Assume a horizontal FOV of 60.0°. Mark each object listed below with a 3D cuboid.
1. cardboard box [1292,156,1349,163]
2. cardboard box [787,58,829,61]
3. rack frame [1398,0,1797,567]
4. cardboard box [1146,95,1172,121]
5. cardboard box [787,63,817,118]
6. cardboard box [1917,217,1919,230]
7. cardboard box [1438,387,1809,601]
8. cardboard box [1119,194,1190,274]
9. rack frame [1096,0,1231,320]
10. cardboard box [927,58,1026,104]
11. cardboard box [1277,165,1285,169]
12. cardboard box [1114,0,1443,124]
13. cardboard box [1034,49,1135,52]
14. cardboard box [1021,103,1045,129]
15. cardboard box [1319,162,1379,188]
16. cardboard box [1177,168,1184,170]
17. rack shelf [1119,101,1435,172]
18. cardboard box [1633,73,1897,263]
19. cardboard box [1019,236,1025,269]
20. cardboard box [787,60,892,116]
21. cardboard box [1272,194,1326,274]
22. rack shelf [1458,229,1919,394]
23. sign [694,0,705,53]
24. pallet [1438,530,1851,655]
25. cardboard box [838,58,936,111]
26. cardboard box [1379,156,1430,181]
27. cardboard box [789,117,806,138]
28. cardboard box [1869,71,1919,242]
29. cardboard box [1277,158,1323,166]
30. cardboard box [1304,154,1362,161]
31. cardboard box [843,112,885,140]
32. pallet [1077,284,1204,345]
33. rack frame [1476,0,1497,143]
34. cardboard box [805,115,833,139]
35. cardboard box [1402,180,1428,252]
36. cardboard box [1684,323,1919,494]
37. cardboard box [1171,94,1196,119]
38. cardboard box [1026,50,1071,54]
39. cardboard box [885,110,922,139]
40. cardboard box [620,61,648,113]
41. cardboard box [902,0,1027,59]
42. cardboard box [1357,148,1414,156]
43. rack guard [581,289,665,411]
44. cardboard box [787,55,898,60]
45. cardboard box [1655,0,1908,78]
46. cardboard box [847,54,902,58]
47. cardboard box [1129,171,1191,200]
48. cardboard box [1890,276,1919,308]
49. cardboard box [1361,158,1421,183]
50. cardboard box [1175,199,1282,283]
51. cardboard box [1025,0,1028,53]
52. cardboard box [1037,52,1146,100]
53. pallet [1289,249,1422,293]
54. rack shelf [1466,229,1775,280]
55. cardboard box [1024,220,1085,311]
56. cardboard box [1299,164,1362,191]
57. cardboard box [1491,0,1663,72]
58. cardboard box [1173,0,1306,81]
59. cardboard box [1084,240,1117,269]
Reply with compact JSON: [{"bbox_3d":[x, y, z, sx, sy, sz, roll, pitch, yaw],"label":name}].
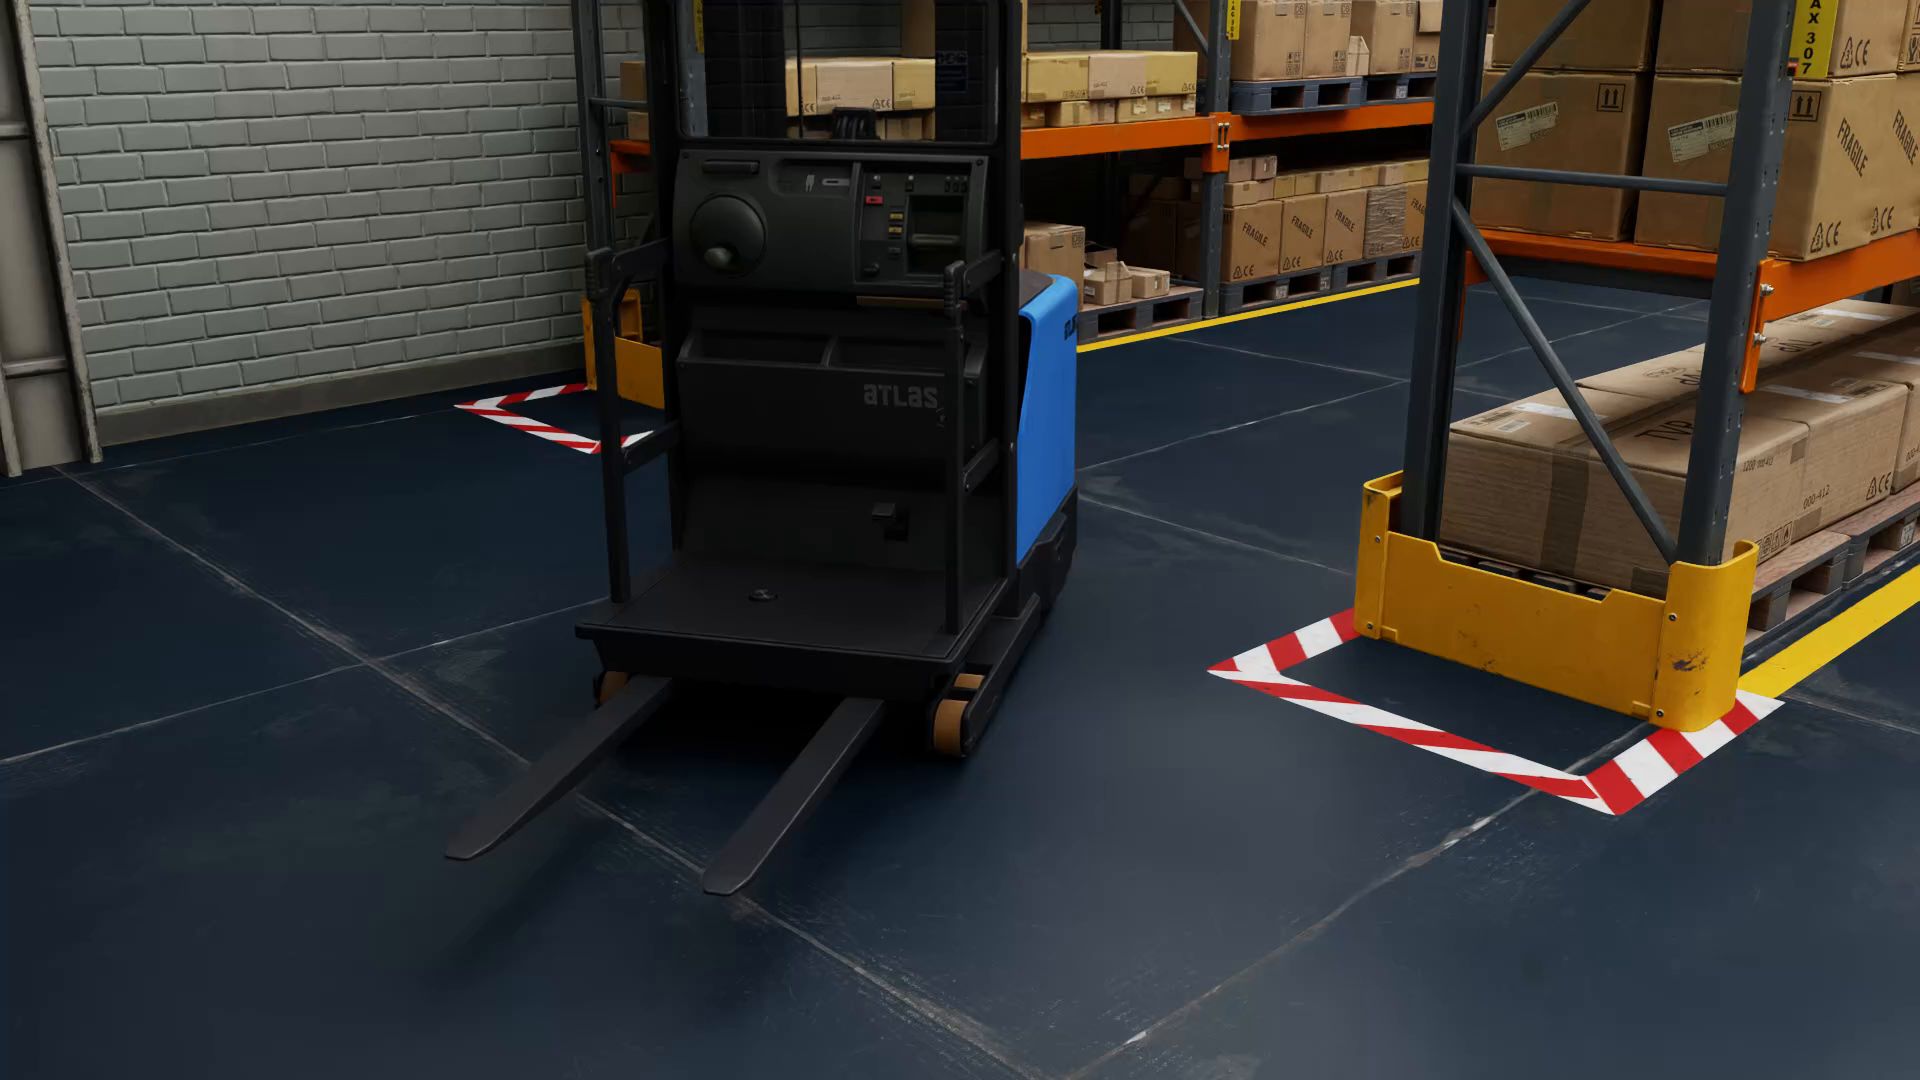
[{"bbox_3d":[2.734,-2.837,12.691,0.250,0.149,0.380,-16,24,-40],"label":"cardboard box"},{"bbox_3d":[-1.055,-2.485,9.047,0.500,0.250,0.500,-16,24,-41],"label":"cardboard box"},{"bbox_3d":[1.830,-1.038,4.821,0.127,3.000,1.000,-16,24,-41],"label":"rack frame"},{"bbox_3d":[1.091,-2.693,10.334,0.250,0.149,0.380,-15,24,-39],"label":"cardboard box"},{"bbox_3d":[-1.068,-2.255,8.337,0.500,0.250,0.500,-16,24,-41],"label":"cardboard box"},{"bbox_3d":[3.107,-1.340,5.591,0.500,0.500,0.500,-16,24,-41],"label":"cardboard box"},{"bbox_3d":[2.241,-0.181,5.652,0.875,0.438,0.875,17,24,42],"label":"cardboard box"},{"bbox_3d":[1.477,-2.178,11.710,0.500,0.500,0.500,-16,24,-41],"label":"cardboard box"},{"bbox_3d":[1.324,-2.997,10.864,0.127,3.000,1.000,-16,24,-41],"label":"rack frame"},{"bbox_3d":[0.021,-2.583,9.349,0.500,0.250,0.500,-17,25,-42],"label":"cardboard box"},{"bbox_3d":[2.156,-2.675,12.193,0.250,0.149,0.380,-15,23,-39],"label":"cardboard box"},{"bbox_3d":[2.058,-3.298,11.286,3.665,0.713,0.828,-15,24,-39],"label":"cardboard box"},{"bbox_3d":[0.778,-3.022,10.704,0.500,0.250,0.500,-17,24,-41],"label":"cardboard box"},{"bbox_3d":[0.279,-2.493,9.717,0.250,0.149,0.380,-16,24,-40],"label":"cardboard box"},{"bbox_3d":[2.849,-2.687,12.228,0.250,0.149,0.380,-16,24,-41],"label":"cardboard box"},{"bbox_3d":[1.751,-2.569,11.865,0.250,0.149,0.380,-16,24,-40],"label":"cardboard box"},{"bbox_3d":[2.777,-3.078,12.282,4.000,0.370,1.077,-16,24,-41],"label":"rack shelf"},{"bbox_3d":[2.376,-1.122,4.921,0.500,0.500,0.500,-17,24,-41],"label":"cardboard box"},{"bbox_3d":[0.028,-1.530,9.713,0.500,0.500,0.500,-16,24,-40],"label":"cardboard box"},{"bbox_3d":[-0.702,-2.362,8.667,0.500,0.250,0.500,-16,24,-40],"label":"cardboard box"},{"bbox_3d":[2.210,-2.174,11.700,0.500,0.500,0.500,-17,24,-42],"label":"cardboard box"},{"bbox_3d":[3.284,-1.119,6.239,4.000,0.370,1.077,-16,24,-41],"label":"rack shelf"},{"bbox_3d":[-1.210,-2.439,7.741,0.005,0.325,0.100,-16,24,-41],"label":"sign"},{"bbox_3d":[2.358,0.102,5.828,1.213,0.211,1.003,-16,24,-41],"label":"pallet"},{"bbox_3d":[-0.336,-2.470,9.000,0.500,0.250,0.500,-17,24,-42],"label":"cardboard box"},{"bbox_3d":[3.424,-2.846,12.718,0.250,0.149,0.380,-15,23,-39],"label":"cardboard box"},{"bbox_3d":[-1.002,-2.102,8.512,0.250,0.149,0.380,-15,24,-39],"label":"cardboard box"},{"bbox_3d":[2.725,-1.236,5.271,0.500,0.500,0.500,-17,24,-42],"label":"cardboard box"},{"bbox_3d":[2.509,-2.789,12.544,0.265,0.149,0.390,-16,24,-41],"label":"cardboard box"},{"bbox_3d":[2.882,-2.899,12.883,0.250,0.149,0.380,-17,24,-42],"label":"cardboard box"},{"bbox_3d":[-0.610,-2.205,8.830,0.250,0.149,0.380,-15,23,-39],"label":"cardboard box"},{"bbox_3d":[0.824,-1.525,10.846,1.213,0.211,1.003,-16,24,-41],"label":"pallet"},{"bbox_3d":[7.428,-4.081,12.893,4.036,3.426,6.040,-16,24,-41],"label":"rack frame"},{"bbox_3d":[-0.835,-2.165,8.708,0.250,0.149,0.380,-17,24,-42],"label":"cardboard box"},{"bbox_3d":[3.321,-2.502,12.710,0.500,0.500,0.500,-15,23,-39],"label":"cardboard box"},{"bbox_3d":[3.557,-0.567,6.844,0.875,0.438,0.875,17,25,42],"label":"cardboard box"},{"bbox_3d":[1.266,-2.753,10.520,0.250,0.149,0.380,-16,24,-40],"label":"cardboard box"},{"bbox_3d":[0.419,-2.915,10.371,0.500,0.250,0.500,-17,24,-41],"label":"cardboard box"},{"bbox_3d":[-0.420,-2.263,9.008,0.250,0.149,0.380,-16,24,-40],"label":"cardboard box"},{"bbox_3d":[-1.431,-2.376,8.711,0.500,0.250,0.500,-15,23,-39],"label":"cardboard box"},{"bbox_3d":[0.022,-2.930,9.202,0.500,0.500,0.500,-15,24,-39],"label":"cardboard box"},{"bbox_3d":[3.426,-3.073,13.418,0.250,0.149,0.380,-15,23,-39],"label":"cardboard box"},{"bbox_3d":[-1.527,-0.976,8.685,0.348,0.500,1.175,-16,24,-41],"label":"rack guard"},{"bbox_3d":[-0.692,-2.589,9.367,0.500,0.250,0.500,-15,23,-39],"label":"cardboard box"},{"bbox_3d":[2.375,-1.599,4.768,0.500,0.500,0.500,-17,25,-42],"label":"cardboard box"},{"bbox_3d":[-0.312,-2.700,9.709,0.500,0.250,0.500,-16,24,-41],"label":"cardboard box"},{"bbox_3d":[1.393,-2.459,11.524,0.380,0.149,0.250,17,24,42],"label":"cardboard box"},{"bbox_3d":[5.132,-1.223,8.159,0.875,0.875,0.875,-15,23,-39],"label":"cardboard box"},{"bbox_3d":[3.243,-2.793,12.555,0.250,0.149,0.380,-17,24,-42],"label":"cardboard box"},{"bbox_3d":[1.830,-2.059,11.345,0.500,0.500,0.500,-15,23,-38],"label":"cardboard box"},{"bbox_3d":[0.059,-3.168,9.936,0.500,0.500,0.500,-17,25,-42],"label":"cardboard box"},{"bbox_3d":[0.767,-2.795,10.002,0.500,0.250,0.500,-16,24,-41],"label":"cardboard box"},{"bbox_3d":[2.776,-2.111,12.653,1.213,0.211,1.003,-16,24,-41],"label":"pallet"},{"bbox_3d":[5.021,-2.920,3.801,3.910,4.714,5.869,-16,24,-41],"label":"rack shelf"},{"bbox_3d":[0.329,-1.661,10.115,0.700,0.500,0.500,17,24,42],"label":"cardboard box"},{"bbox_3d":[2.673,-2.623,12.032,0.250,0.149,0.380,-15,23,-39],"label":"cardboard box"},{"bbox_3d":[2.017,-1.716,5.131,0.500,0.500,0.500,-15,23,-39],"label":"cardboard box"},{"bbox_3d":[1.829,-3.296,10.945,0.500,0.500,0.700,-15,24,-39],"label":"cardboard box"},{"bbox_3d":[0.681,-1.830,10.945,0.500,0.311,0.500,-15,23,-39],"label":"cardboard box"}]
